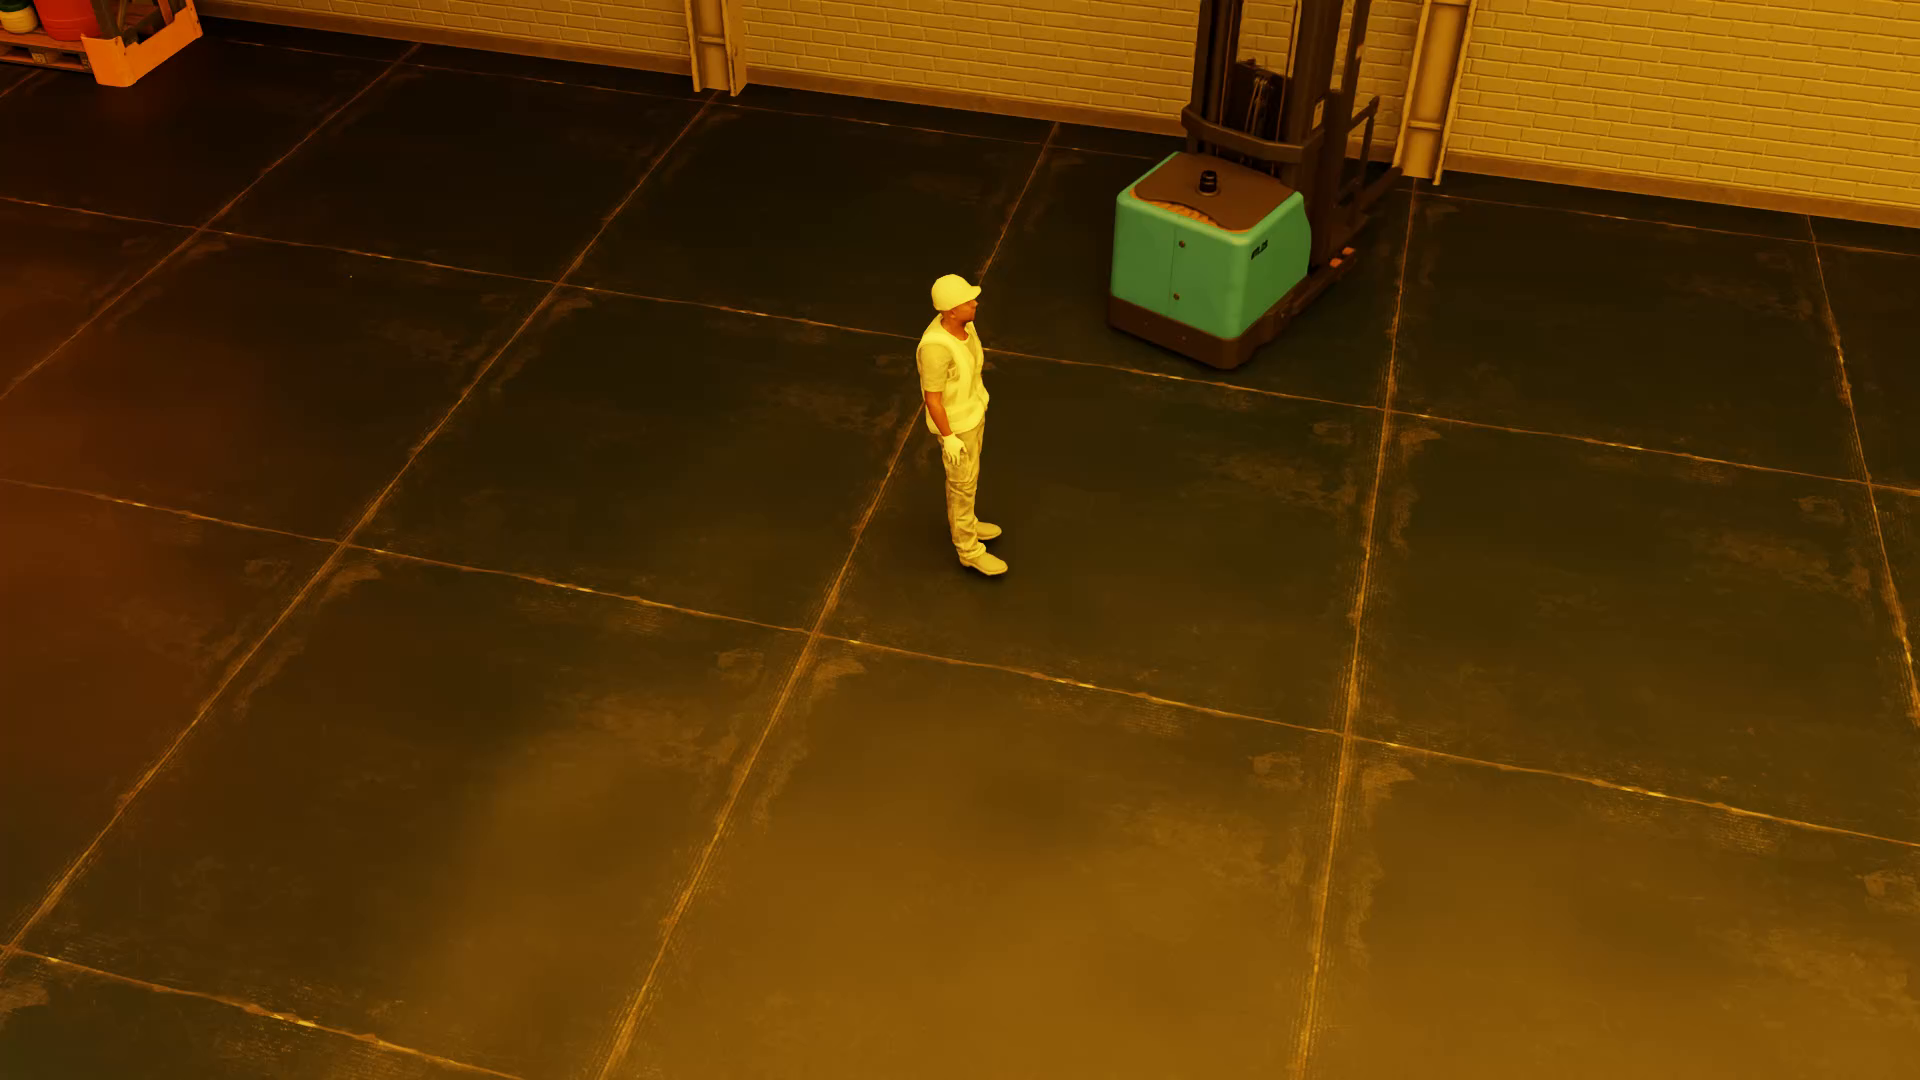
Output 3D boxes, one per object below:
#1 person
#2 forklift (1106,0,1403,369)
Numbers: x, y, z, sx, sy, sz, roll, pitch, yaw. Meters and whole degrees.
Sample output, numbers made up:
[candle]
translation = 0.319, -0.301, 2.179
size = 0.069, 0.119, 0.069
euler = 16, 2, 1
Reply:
[person]
translation = 0.068, -0.689, 9.446
size = 0.575, 1.784, 0.657
euler = 10, 42, 11
[forklift]
translation = 2.315, -3.186, 11.496
size = 1.130, 2.935, 3.031
euler = 26, 48, 27
